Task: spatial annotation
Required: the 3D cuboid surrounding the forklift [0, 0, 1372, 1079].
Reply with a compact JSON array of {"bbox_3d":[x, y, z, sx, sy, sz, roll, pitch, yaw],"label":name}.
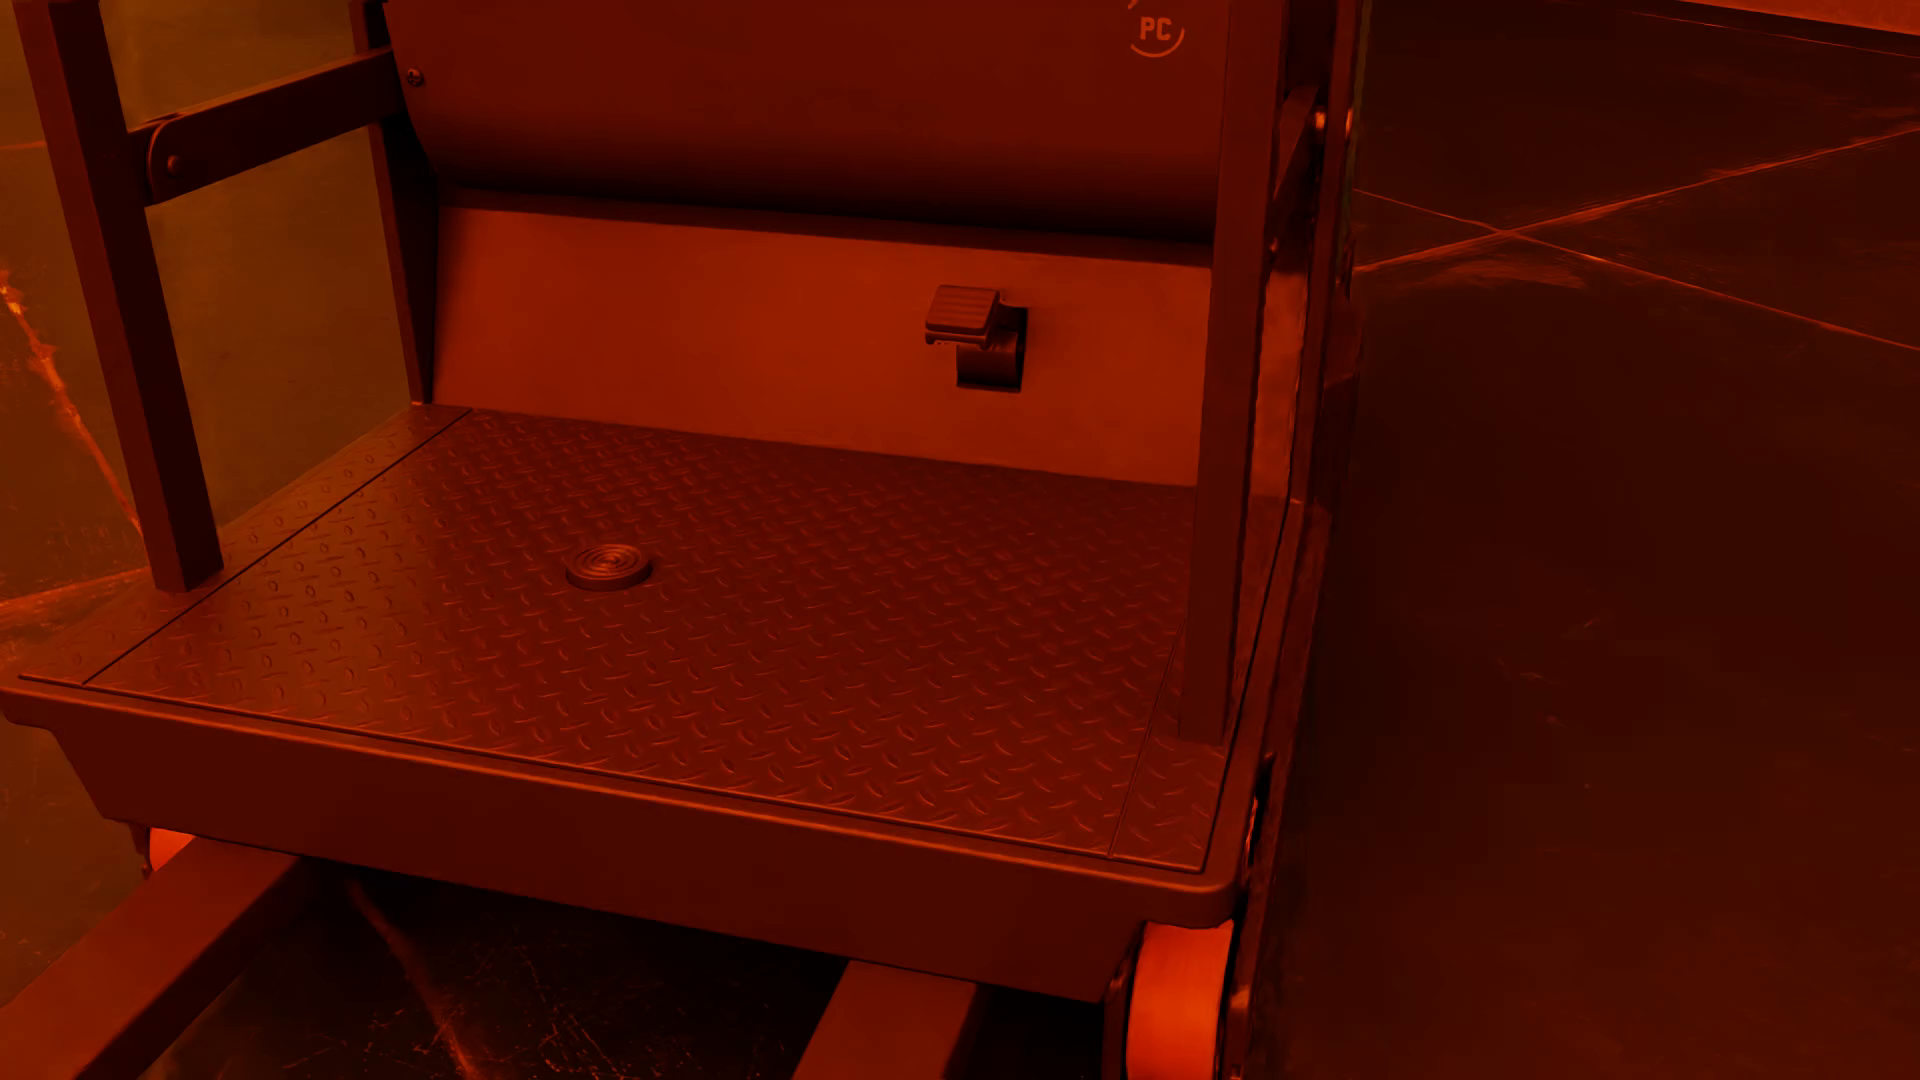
[{"bbox_3d":[-0.204,-1.006,1.236,1.130,2.935,3.031,7,27,14],"label":"forklift"}]
